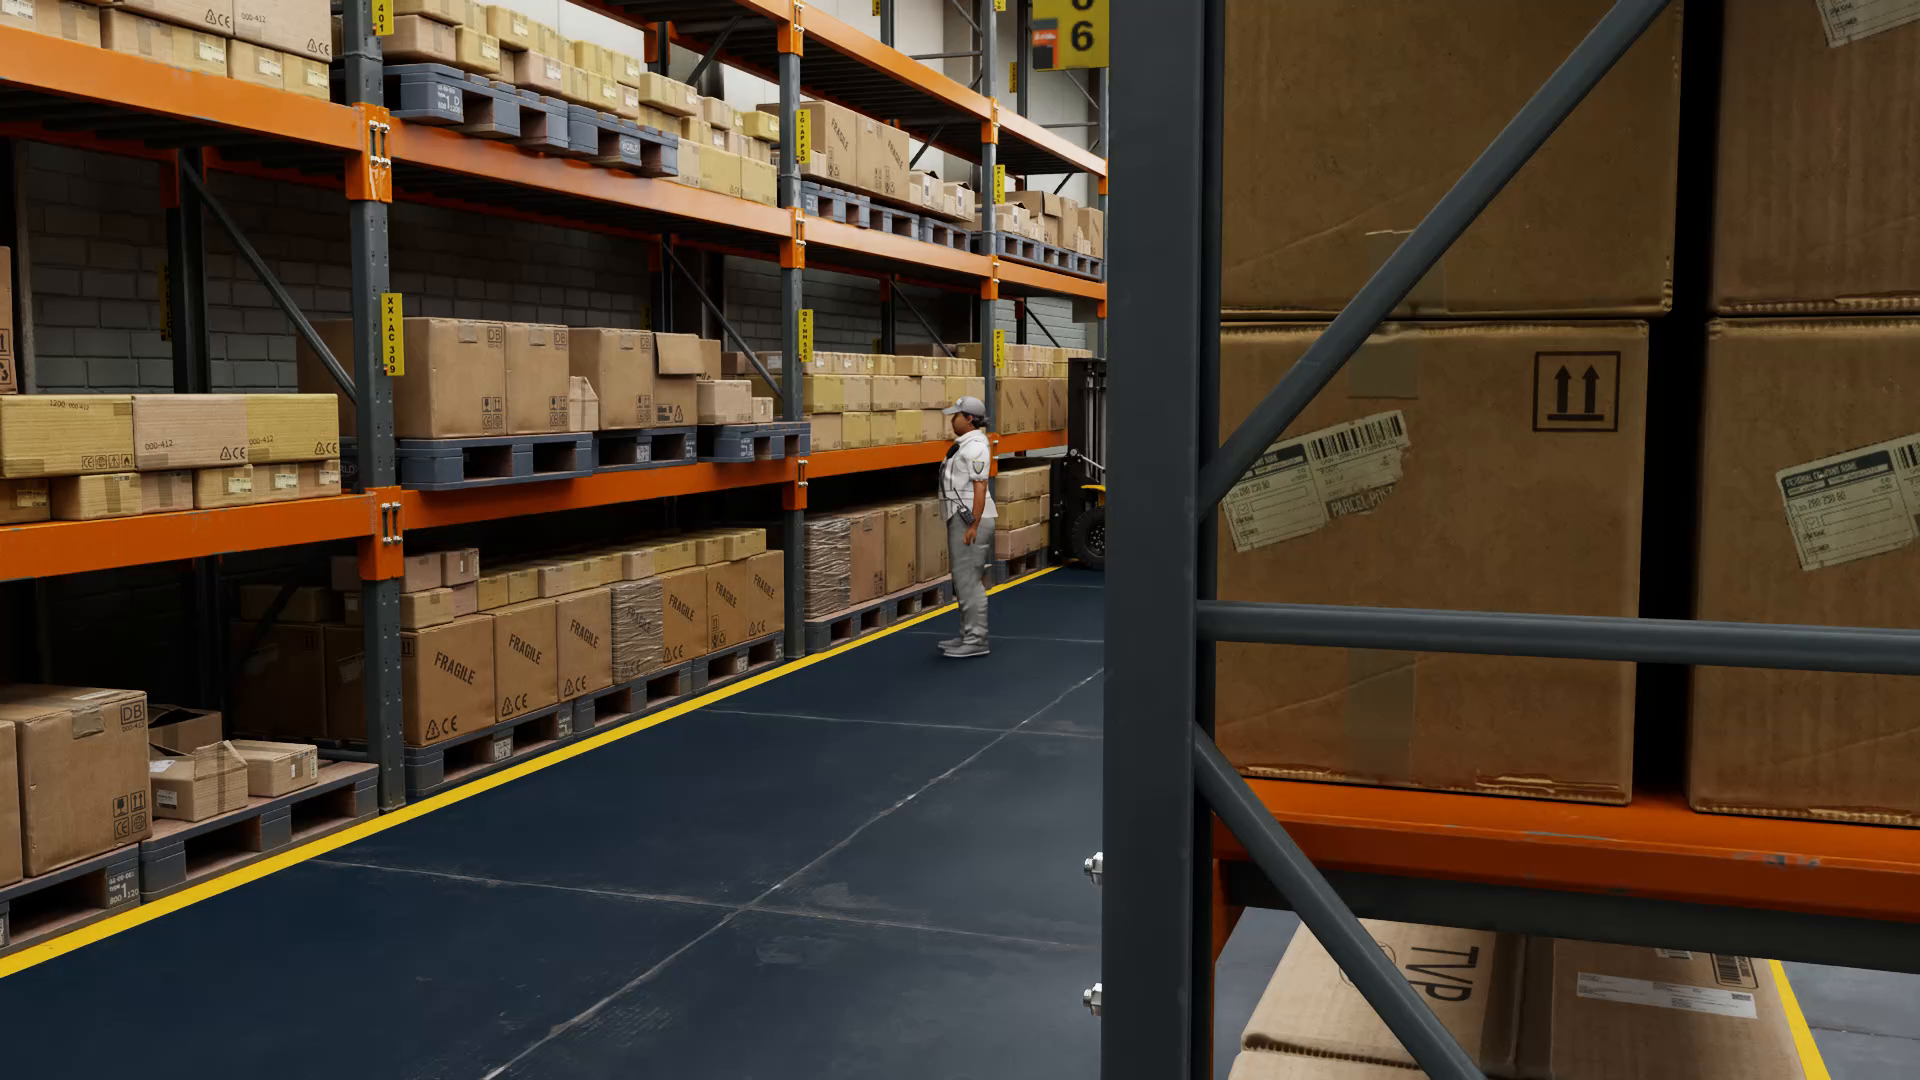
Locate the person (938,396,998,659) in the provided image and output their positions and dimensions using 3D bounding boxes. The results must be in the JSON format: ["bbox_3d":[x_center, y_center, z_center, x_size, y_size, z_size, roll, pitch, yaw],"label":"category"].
[{"bbox_3d":[0.044,-0.092,10.715,0.387,1.669,0.483,0,5,-5],"label":"person"}]
